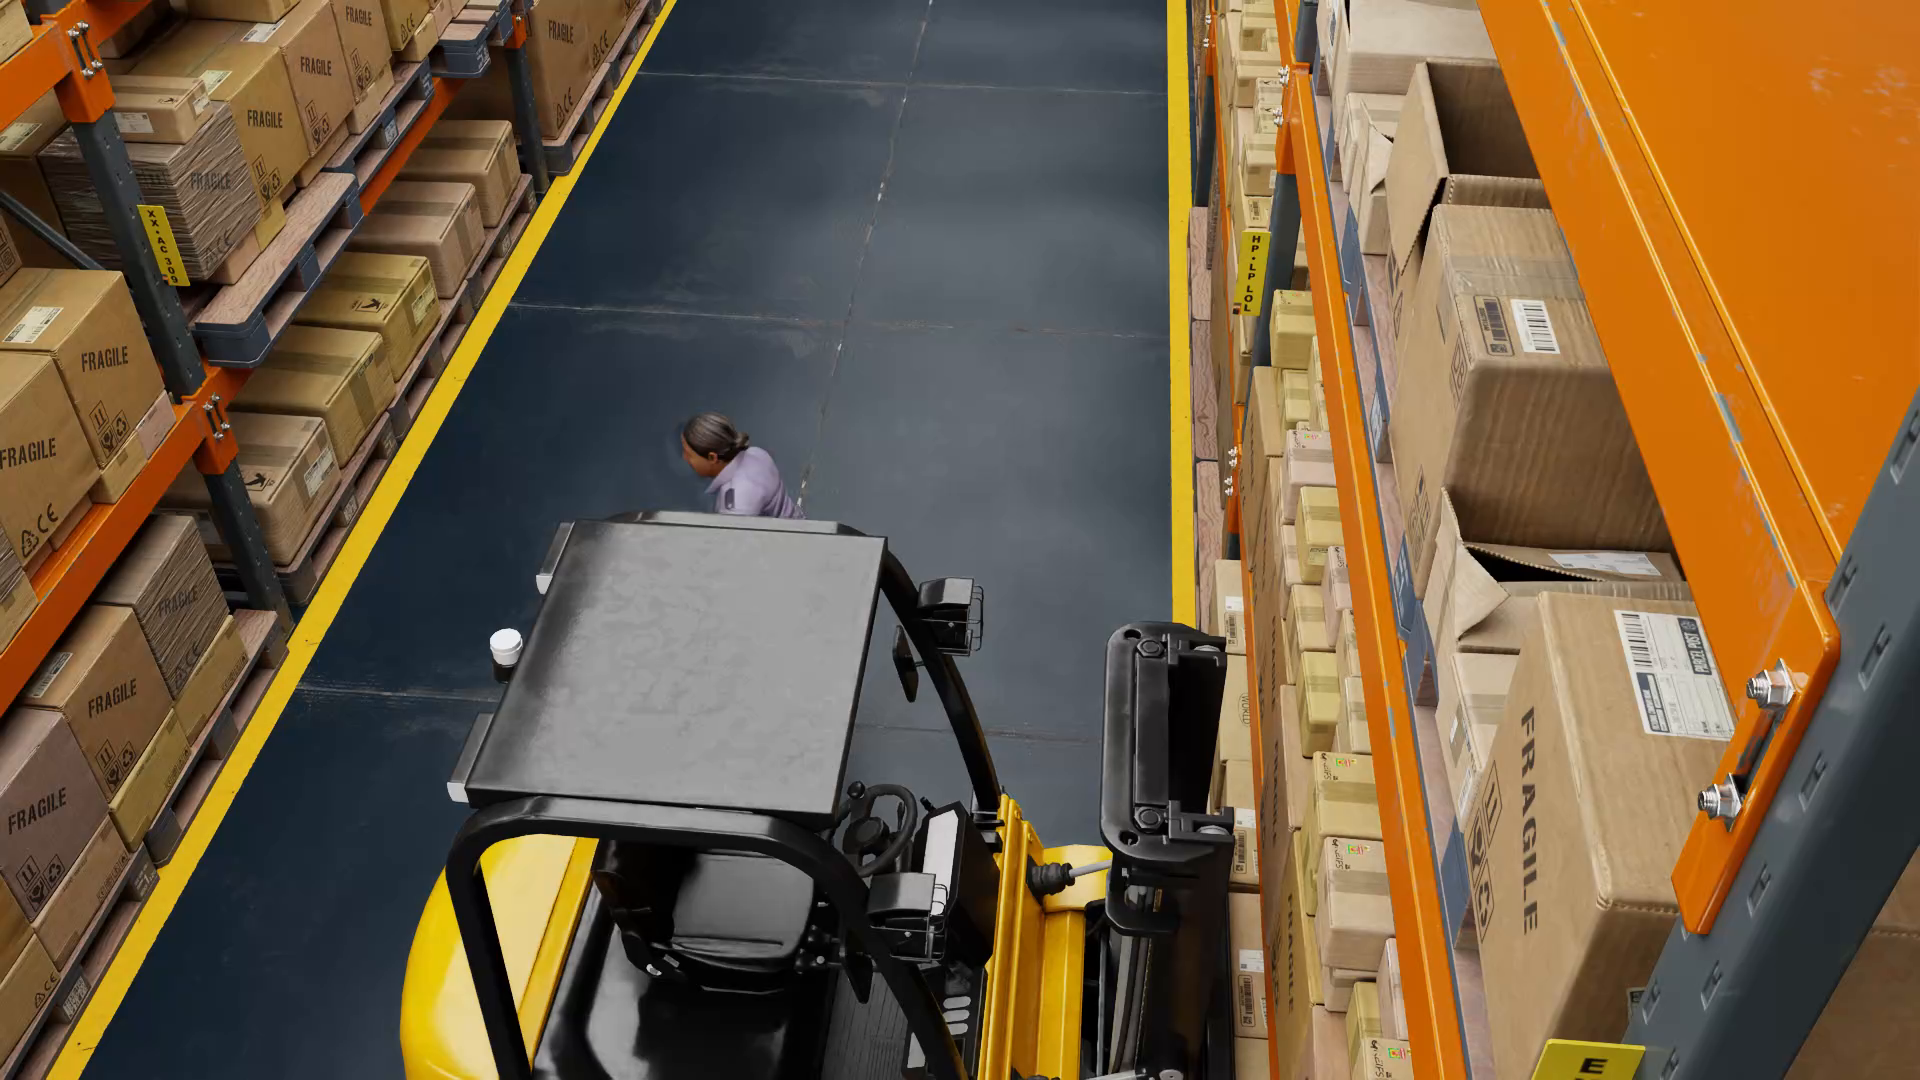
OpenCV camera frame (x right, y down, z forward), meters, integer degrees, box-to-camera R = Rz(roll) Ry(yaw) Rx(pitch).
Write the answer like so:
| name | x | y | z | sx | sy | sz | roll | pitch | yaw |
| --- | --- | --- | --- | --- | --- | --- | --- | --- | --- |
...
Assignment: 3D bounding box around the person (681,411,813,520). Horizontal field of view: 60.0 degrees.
| name | x | y | z | sx | sy | sz | roll | pitch | yaw |
| --- | --- | --- | --- | --- | --- | --- | --- | --- | --- |
| person | -0.744 | 0.166 | 6.318 | 0.583 | 1.588 | 0.441 | 3 | 40 | 3 |
